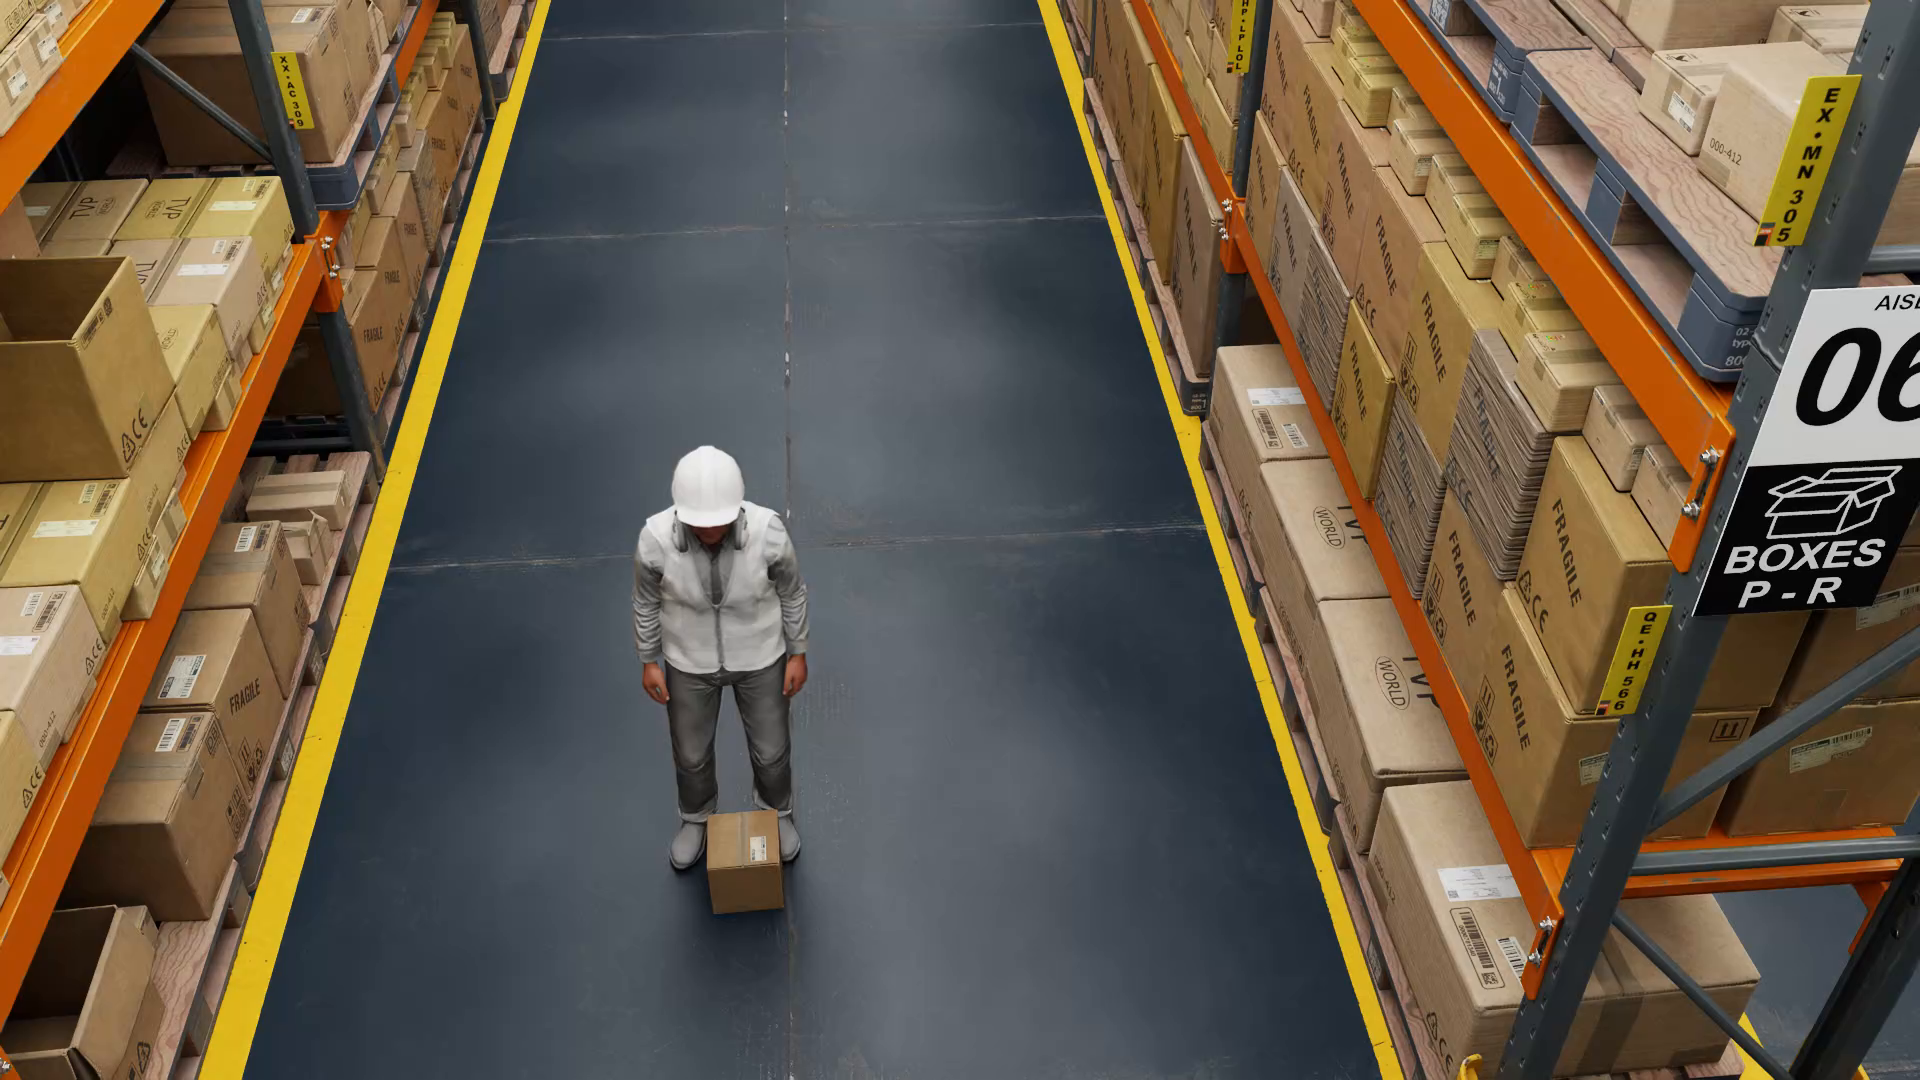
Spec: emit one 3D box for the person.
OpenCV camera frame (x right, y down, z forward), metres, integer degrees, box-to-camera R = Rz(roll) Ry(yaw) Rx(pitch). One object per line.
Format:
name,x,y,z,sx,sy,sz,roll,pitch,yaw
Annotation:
person,-0.797,0.393,5.644,0.580,1.772,0.461,-3,39,-4
